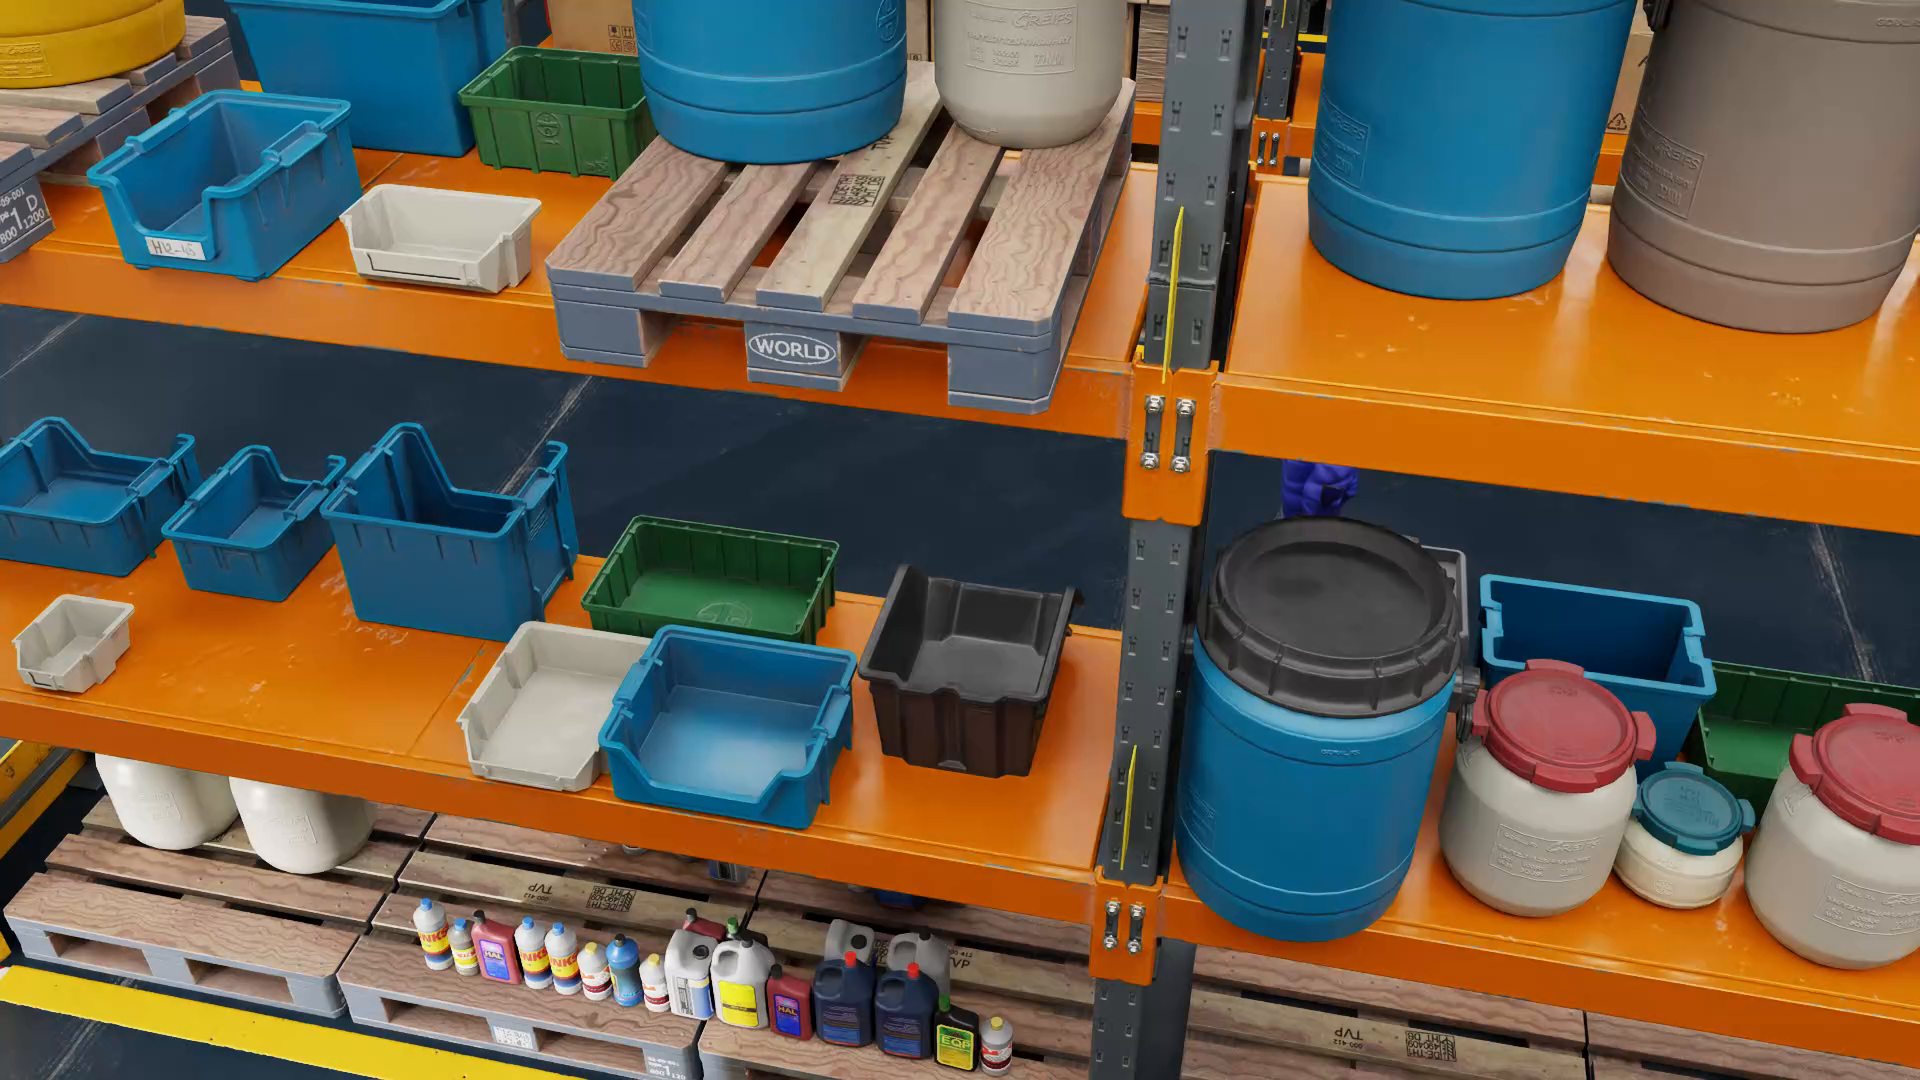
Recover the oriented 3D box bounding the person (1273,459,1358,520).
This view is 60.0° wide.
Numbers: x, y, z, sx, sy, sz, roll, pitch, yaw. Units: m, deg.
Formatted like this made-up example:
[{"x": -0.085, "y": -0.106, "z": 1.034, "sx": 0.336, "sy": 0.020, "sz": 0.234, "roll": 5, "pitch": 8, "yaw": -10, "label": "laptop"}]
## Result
[{"x": 1.292, "y": 0.055, "z": 6.081, "sx": 0.352, "sy": 1.653, "sz": 0.530, "roll": 5, "pitch": 37, "yaw": 7, "label": "person"}]
